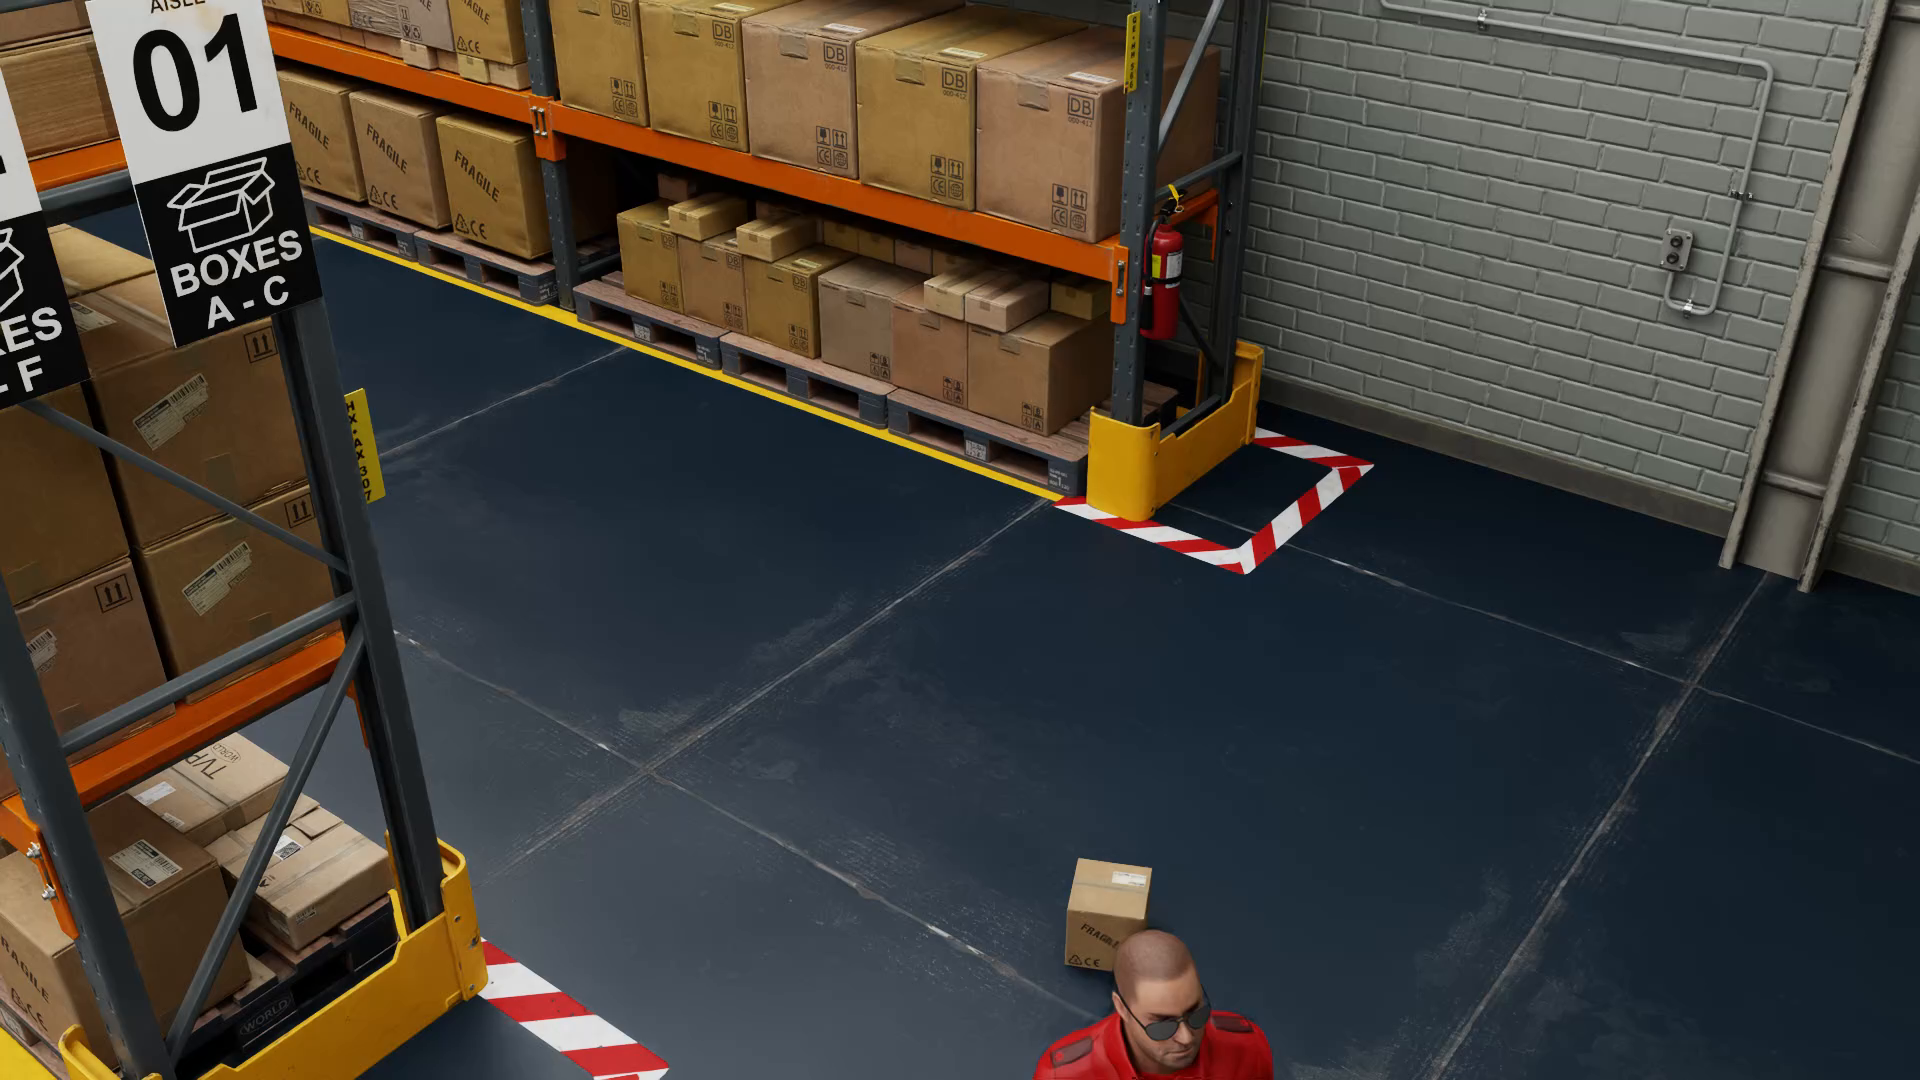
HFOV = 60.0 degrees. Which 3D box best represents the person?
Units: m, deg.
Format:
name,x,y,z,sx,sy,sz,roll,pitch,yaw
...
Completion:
name,x,y,z,sx,sy,sz,roll,pitch,yaw
person,0.399,1.581,3.501,0.538,1.776,0.468,-3,31,-5
